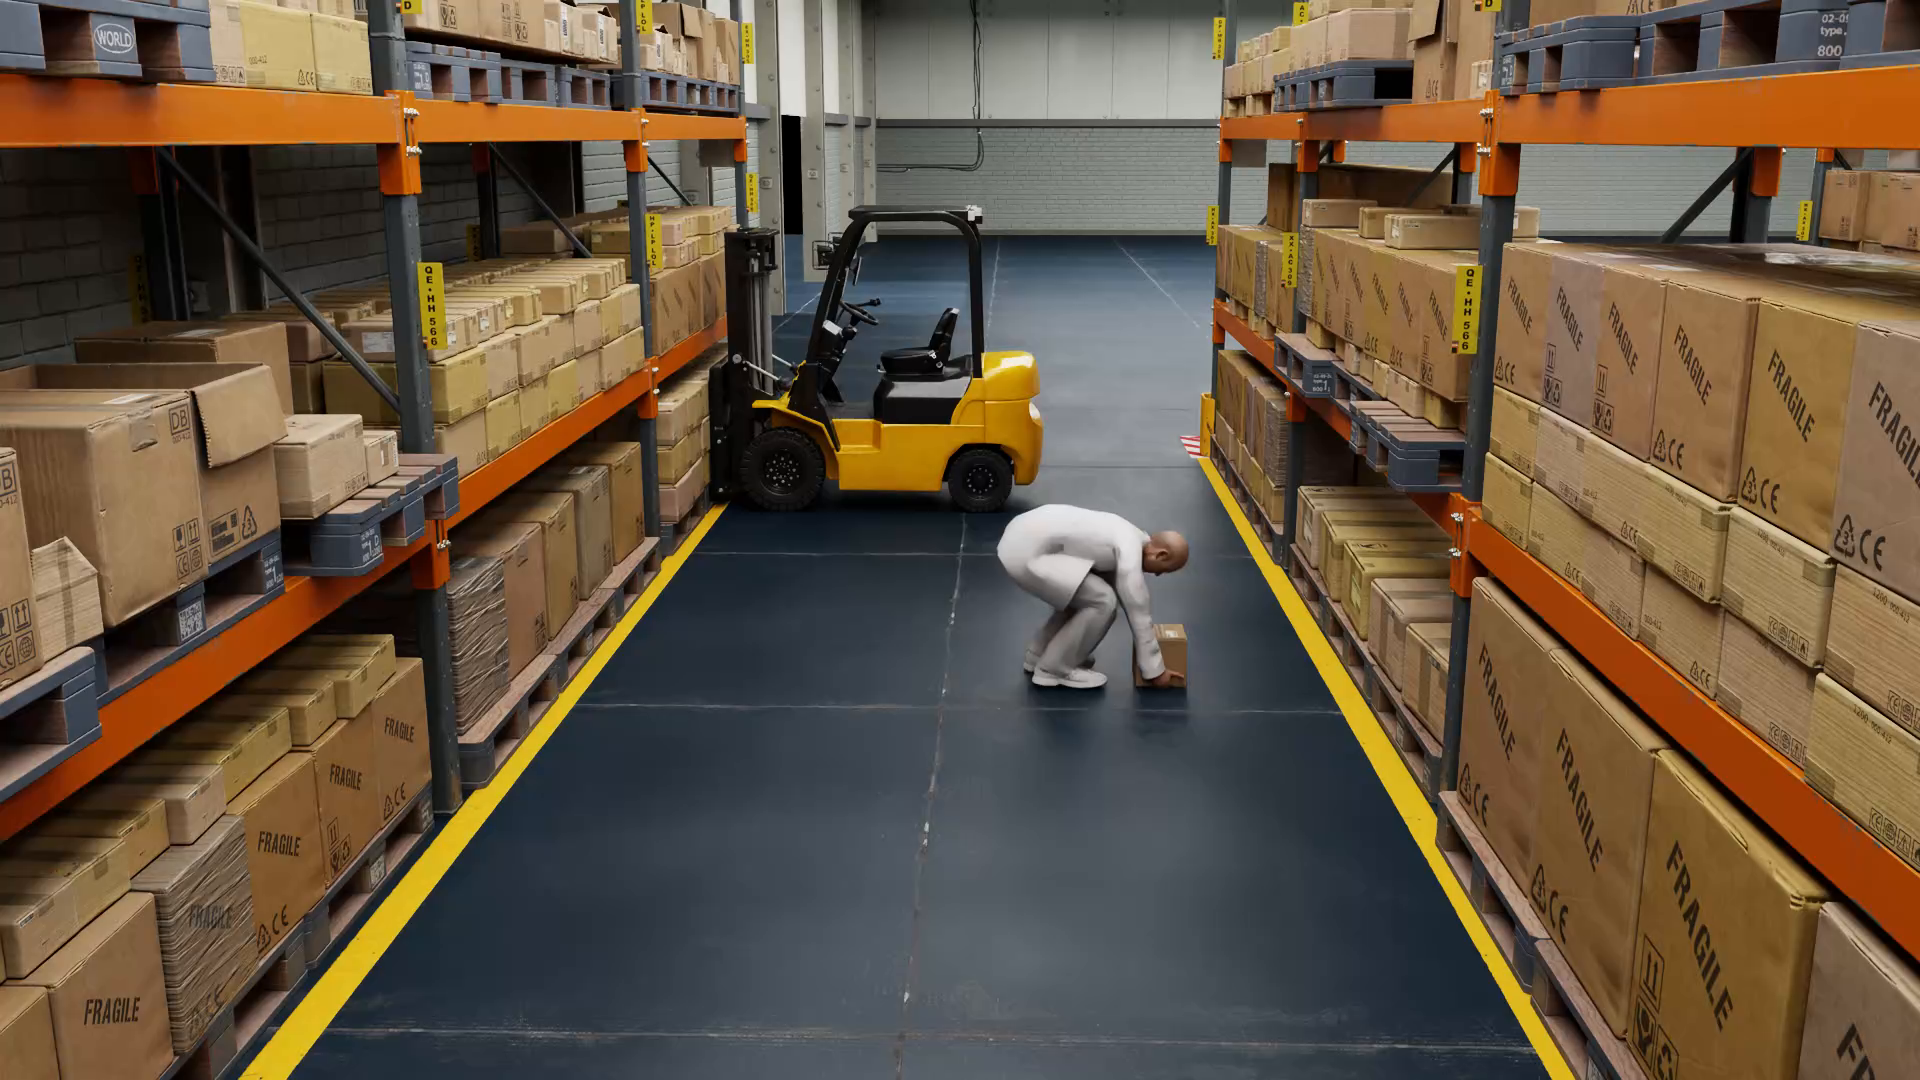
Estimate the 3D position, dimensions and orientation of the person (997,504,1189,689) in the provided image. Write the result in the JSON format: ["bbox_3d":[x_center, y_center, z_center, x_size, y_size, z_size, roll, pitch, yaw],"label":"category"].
[{"bbox_3d":[0.660,0.285,8.306,0.952,0.888,0.590,0,14,-1],"label":"person"}]
